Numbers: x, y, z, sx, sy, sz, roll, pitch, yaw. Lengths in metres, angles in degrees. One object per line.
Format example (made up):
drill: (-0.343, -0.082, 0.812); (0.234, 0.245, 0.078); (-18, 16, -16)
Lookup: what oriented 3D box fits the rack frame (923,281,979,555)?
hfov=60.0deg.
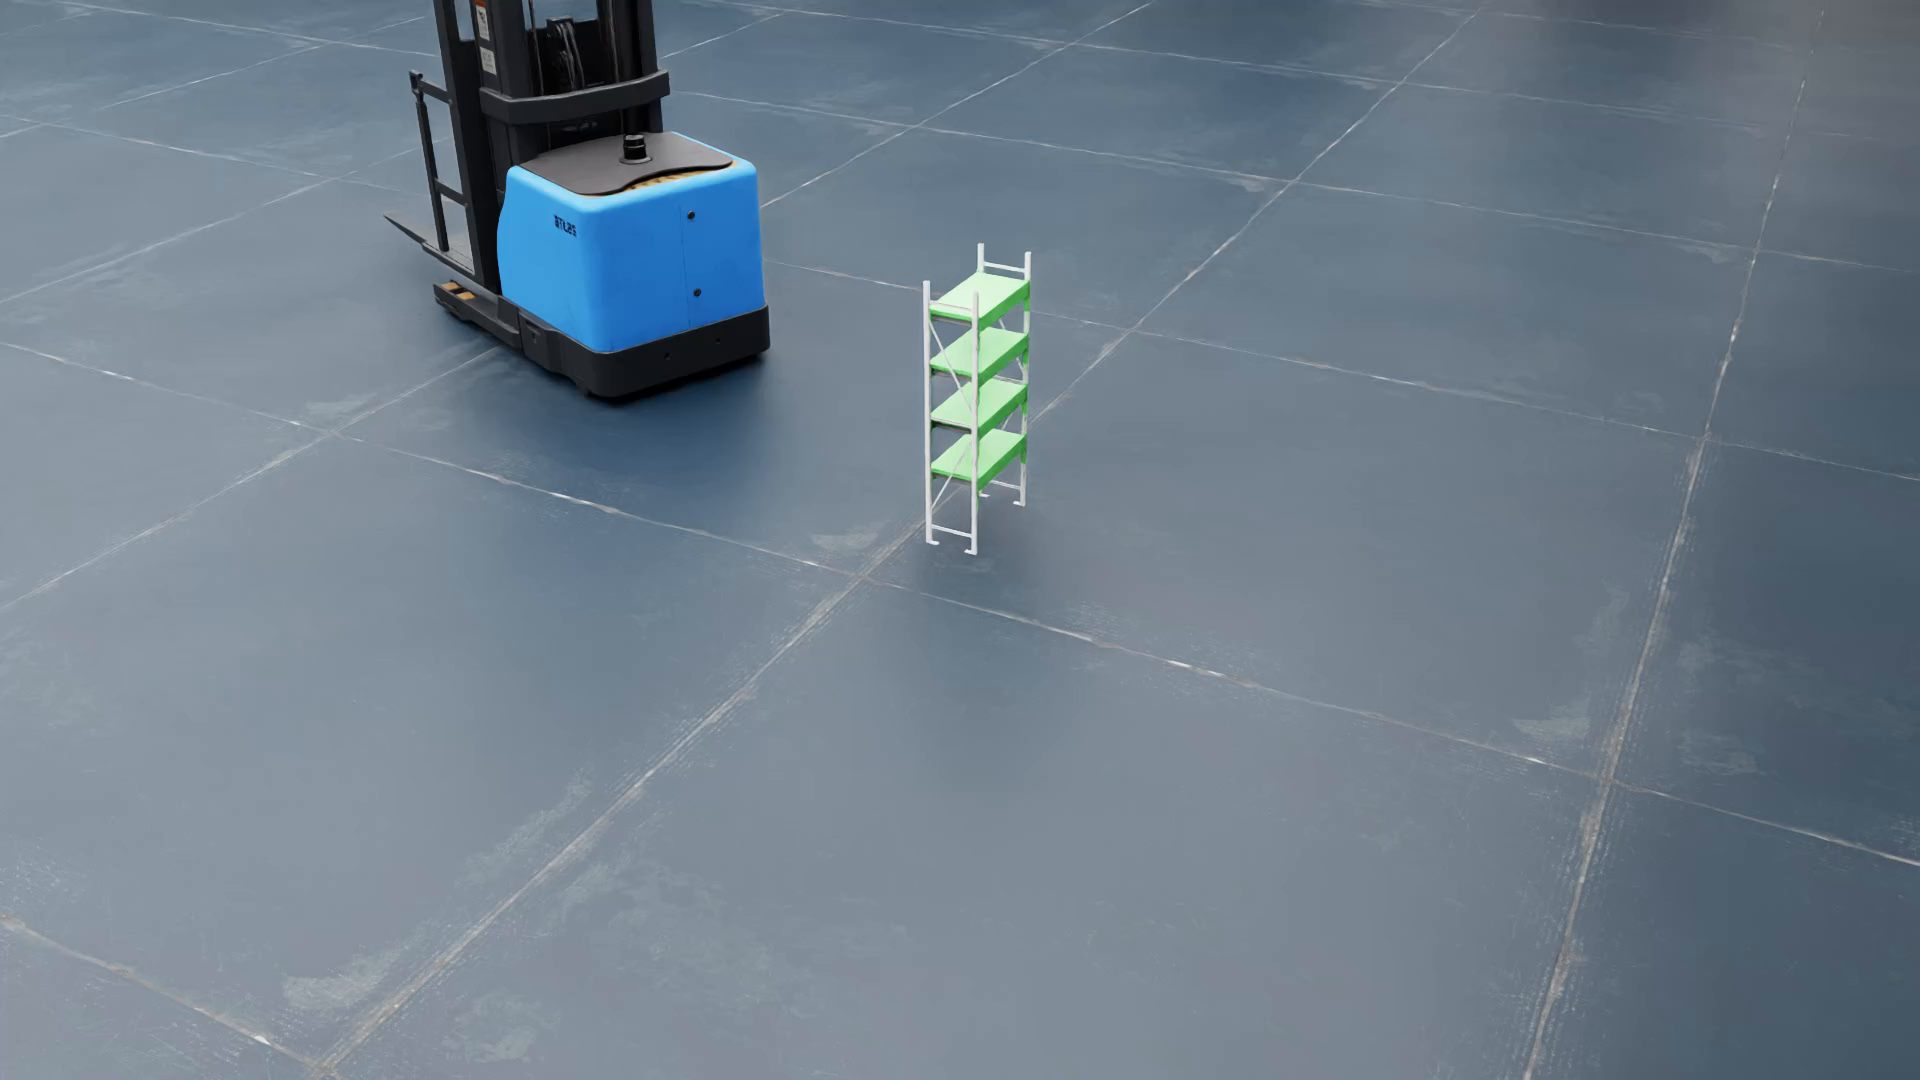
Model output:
rack frame: (-0.036, -0.486, 6.891); (0.240, 1.200, 0.015); (14, 33, 23)

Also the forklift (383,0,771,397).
forklift: (-2.354, -2.648, 8.917); (1.130, 2.935, 3.031); (-23, 37, -34)

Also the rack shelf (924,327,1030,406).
rack shelf: (0.075, -0.746, 6.991); (0.258, 0.148, 0.480); (14, 33, 23)

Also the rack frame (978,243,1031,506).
rack frame: (0.187, -0.702, 7.267); (0.240, 1.200, 0.015); (14, 33, 23)

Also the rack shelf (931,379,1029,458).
rack shelf: (0.075, -0.538, 7.111); (0.258, 0.148, 0.480); (14, 33, 23)

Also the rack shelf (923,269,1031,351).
rack shelf: (0.075, -0.955, 6.872); (0.258, 0.148, 0.480); (14, 33, 23)

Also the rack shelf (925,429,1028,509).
rack shelf: (0.075, -0.330, 7.230); (0.258, 0.148, 0.480); (14, 33, 23)

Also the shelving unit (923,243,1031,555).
shelving unit: (0.075, -0.594, 7.079); (0.258, 1.200, 0.503); (14, 33, 23)
